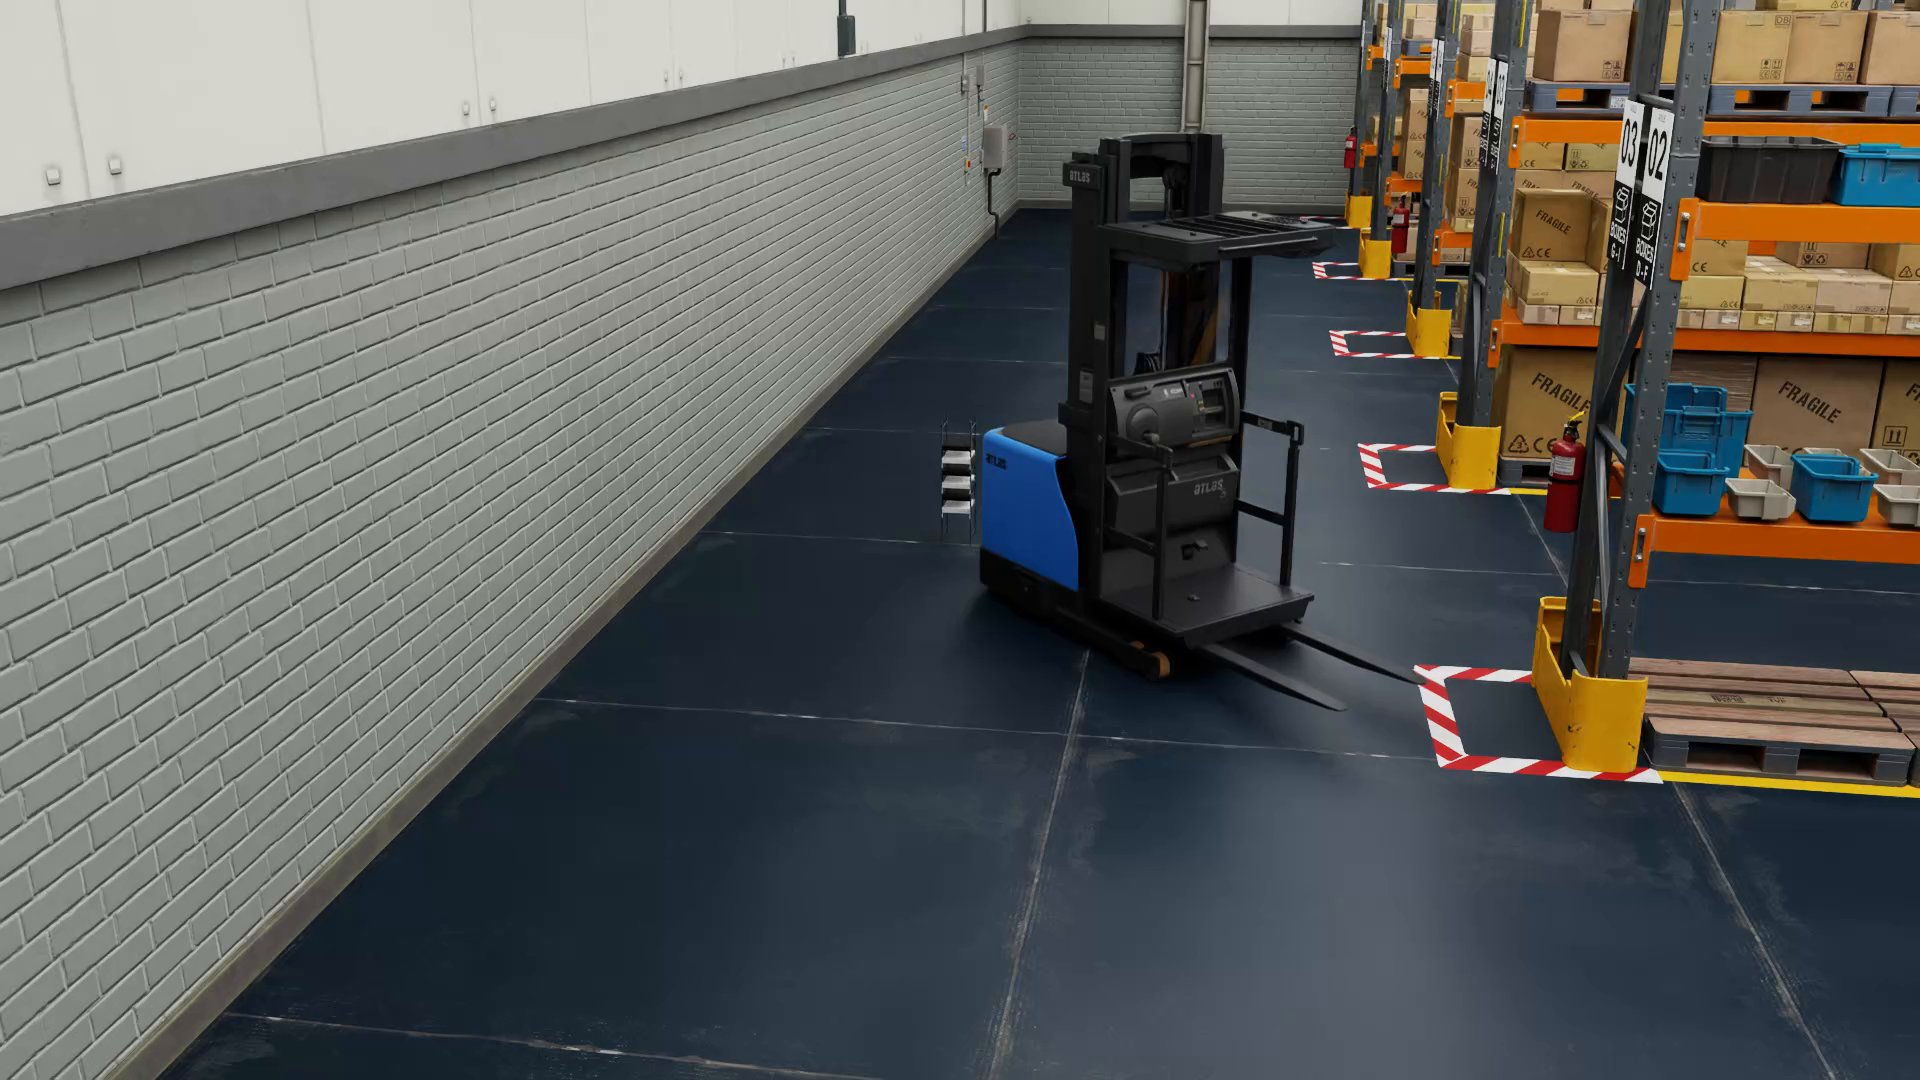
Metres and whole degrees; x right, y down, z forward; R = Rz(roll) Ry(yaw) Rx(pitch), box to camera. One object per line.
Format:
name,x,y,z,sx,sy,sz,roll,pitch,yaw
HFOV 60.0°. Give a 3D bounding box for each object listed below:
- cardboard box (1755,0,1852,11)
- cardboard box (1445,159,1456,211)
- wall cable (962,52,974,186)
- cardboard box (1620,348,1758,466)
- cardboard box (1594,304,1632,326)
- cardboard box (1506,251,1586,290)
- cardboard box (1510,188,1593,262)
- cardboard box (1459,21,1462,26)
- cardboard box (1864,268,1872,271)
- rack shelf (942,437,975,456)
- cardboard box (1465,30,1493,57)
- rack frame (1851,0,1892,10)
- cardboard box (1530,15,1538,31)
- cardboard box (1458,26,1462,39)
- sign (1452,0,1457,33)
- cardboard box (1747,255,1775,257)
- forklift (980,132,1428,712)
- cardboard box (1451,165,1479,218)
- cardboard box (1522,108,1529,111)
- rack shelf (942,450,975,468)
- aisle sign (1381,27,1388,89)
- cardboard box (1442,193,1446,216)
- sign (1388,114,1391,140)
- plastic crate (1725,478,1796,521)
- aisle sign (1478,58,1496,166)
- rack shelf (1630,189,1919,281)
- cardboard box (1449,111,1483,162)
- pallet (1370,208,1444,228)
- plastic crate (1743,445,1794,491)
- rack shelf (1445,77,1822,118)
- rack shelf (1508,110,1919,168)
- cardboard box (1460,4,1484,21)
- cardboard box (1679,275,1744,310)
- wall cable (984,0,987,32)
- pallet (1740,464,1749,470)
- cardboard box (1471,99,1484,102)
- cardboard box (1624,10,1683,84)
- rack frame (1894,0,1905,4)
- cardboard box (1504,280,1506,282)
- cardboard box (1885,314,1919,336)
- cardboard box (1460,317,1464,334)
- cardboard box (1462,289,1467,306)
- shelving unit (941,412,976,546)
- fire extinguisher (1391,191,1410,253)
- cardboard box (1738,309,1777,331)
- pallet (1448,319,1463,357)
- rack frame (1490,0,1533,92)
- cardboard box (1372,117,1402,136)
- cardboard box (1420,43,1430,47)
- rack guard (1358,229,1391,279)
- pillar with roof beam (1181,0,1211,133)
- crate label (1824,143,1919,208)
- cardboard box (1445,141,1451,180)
cardboard box,6.113,-3.965,12.039,0.500,0.250,0.500,2,19,7
cardboard box,5.491,-3.793,17.785,0.500,0.500,0.500,3,19,10
wall cable,0.121,-5.875,22.985,0.123,1.953,0.585,3,19,9
cardboard box,5.663,-1.136,13.158,0.875,0.875,0.875,3,19,9
cardboard box,4.924,-1.732,12.648,0.250,0.149,0.380,2,19,7
cardboard box,4.640,-2.126,13.198,0.500,0.250,0.500,3,19,8
cardboard box,4.643,-2.481,13.076,0.500,0.500,0.500,3,19,9
cardboard box,7.879,-7.993,26.005,0.500,0.250,0.500,2,19,7
cardboard box,7.157,-1.998,12.816,0.500,0.250,0.500,3,19,8
rack shelf,-0.008,-0.652,11.586,0.200,0.077,0.258,3,19,9
cardboard box,5.408,-5.031,16.832,0.500,0.250,0.500,3,19,10
rack frame,8.956,-6.190,16.121,0.127,3.000,1.000,3,19,9
cardboard box,5.795,-5.181,16.654,0.250,0.149,0.380,3,19,9
cardboard box,6.577,-6.662,21.834,0.250,0.149,0.380,1,19,4
sign,4.920,-5.213,16.552,0.005,0.325,0.100,3,19,9
cardboard box,10.266,-4.086,21.975,0.875,0.875,0.875,4,19,10
forklift,1.369,-0.762,9.462,1.130,2.935,3.031,-12,22,-32
cardboard box,5.406,-3.626,17.285,0.500,0.500,0.500,4,19,11
cardboard box,7.141,-5.463,21.670,0.500,0.500,0.500,3,19,8
rack shelf,-0.008,-0.566,11.615,0.200,0.077,0.258,3,19,9
aisle sign,5.670,-6.436,22.213,0.004,0.787,0.394,3,19,9
cardboard box,7.902,-5.555,26.957,0.500,0.500,0.700,4,19,11
sign,5.598,-5.377,21.656,0.005,0.325,0.100,3,19,9
plastic crate,3.829,-0.192,7.969,0.298,0.136,0.250,3,19,9
aisle sign,4.096,-3.328,12.925,0.004,0.787,0.394,3,19,9
rack shelf,5.309,-1.426,7.745,4.000,0.370,1.077,3,19,9
cardboard box,5.498,-4.264,17.617,0.500,0.500,0.500,3,19,8
pallet,7.338,-5.291,27.285,1.213,0.211,1.003,3,19,9
plastic crate,4.168,-0.365,8.487,0.243,0.136,0.396,3,19,9
rack shelf,6.981,-4.527,17.012,4.000,0.370,1.077,3,19,9
rack shelf,6.095,-2.978,12.383,4.000,0.370,1.077,3,19,9
cardboard box,7.871,-8.233,25.935,0.500,0.250,0.500,3,19,8
cardboard box,5.561,-1.908,12.546,0.500,0.250,0.500,2,19,7
wall cable,0.632,-9.269,25.265,0.133,3.039,2.988,3,19,9
pallet,6.123,-0.597,13.255,1.213,0.211,1.003,3,19,9
cardboard box,6.770,-5.779,21.593,0.250,0.149,0.380,2,19,7
cardboard box,5.178,-3.638,12.246,0.500,0.500,0.700,2,19,7
rack frame,14.374,-9.100,24.817,0.127,3.000,1.000,3,19,9
cardboard box,6.084,-2.724,18.112,0.250,0.149,0.380,3,19,7
cardboard box,6.955,-1.629,12.339,0.250,0.149,0.380,3,19,10
cardboard box,5.473,-2.267,17.682,0.250,0.149,0.380,3,19,10
cardboard box,5.470,-2.543,17.569,0.250,0.149,0.380,2,19,6
shelving unit,-0.008,-0.427,11.662,0.210,0.900,0.258,3,19,9
fire extinguisher,4.831,-3.490,18.216,0.183,0.674,0.296,3,19,9
cardboard box,5.937,-1.680,12.493,0.250,0.149,0.380,2,19,7
pallet,5.878,-2.168,17.950,1.213,0.211,1.003,3,19,9
rack frame,4.120,-4.842,12.094,0.127,3.000,1.000,3,19,9
cardboard box,6.881,-6.620,26.629,0.500,0.250,0.500,3,19,9
cardboard box,7.267,-7.849,26.201,0.250,0.149,0.380,3,19,9
rack guard,5.668,-3.918,22.725,0.348,0.500,1.175,3,19,9
pillar with roof beam,3.273,-8.572,23.239,0.400,9.000,9.100,3,19,9
crate label,4.194,-1.650,7.514,0.502,0.251,0.408,3,19,9
cardboard box,6.624,-5.019,21.918,0.500,0.500,0.500,3,19,8
